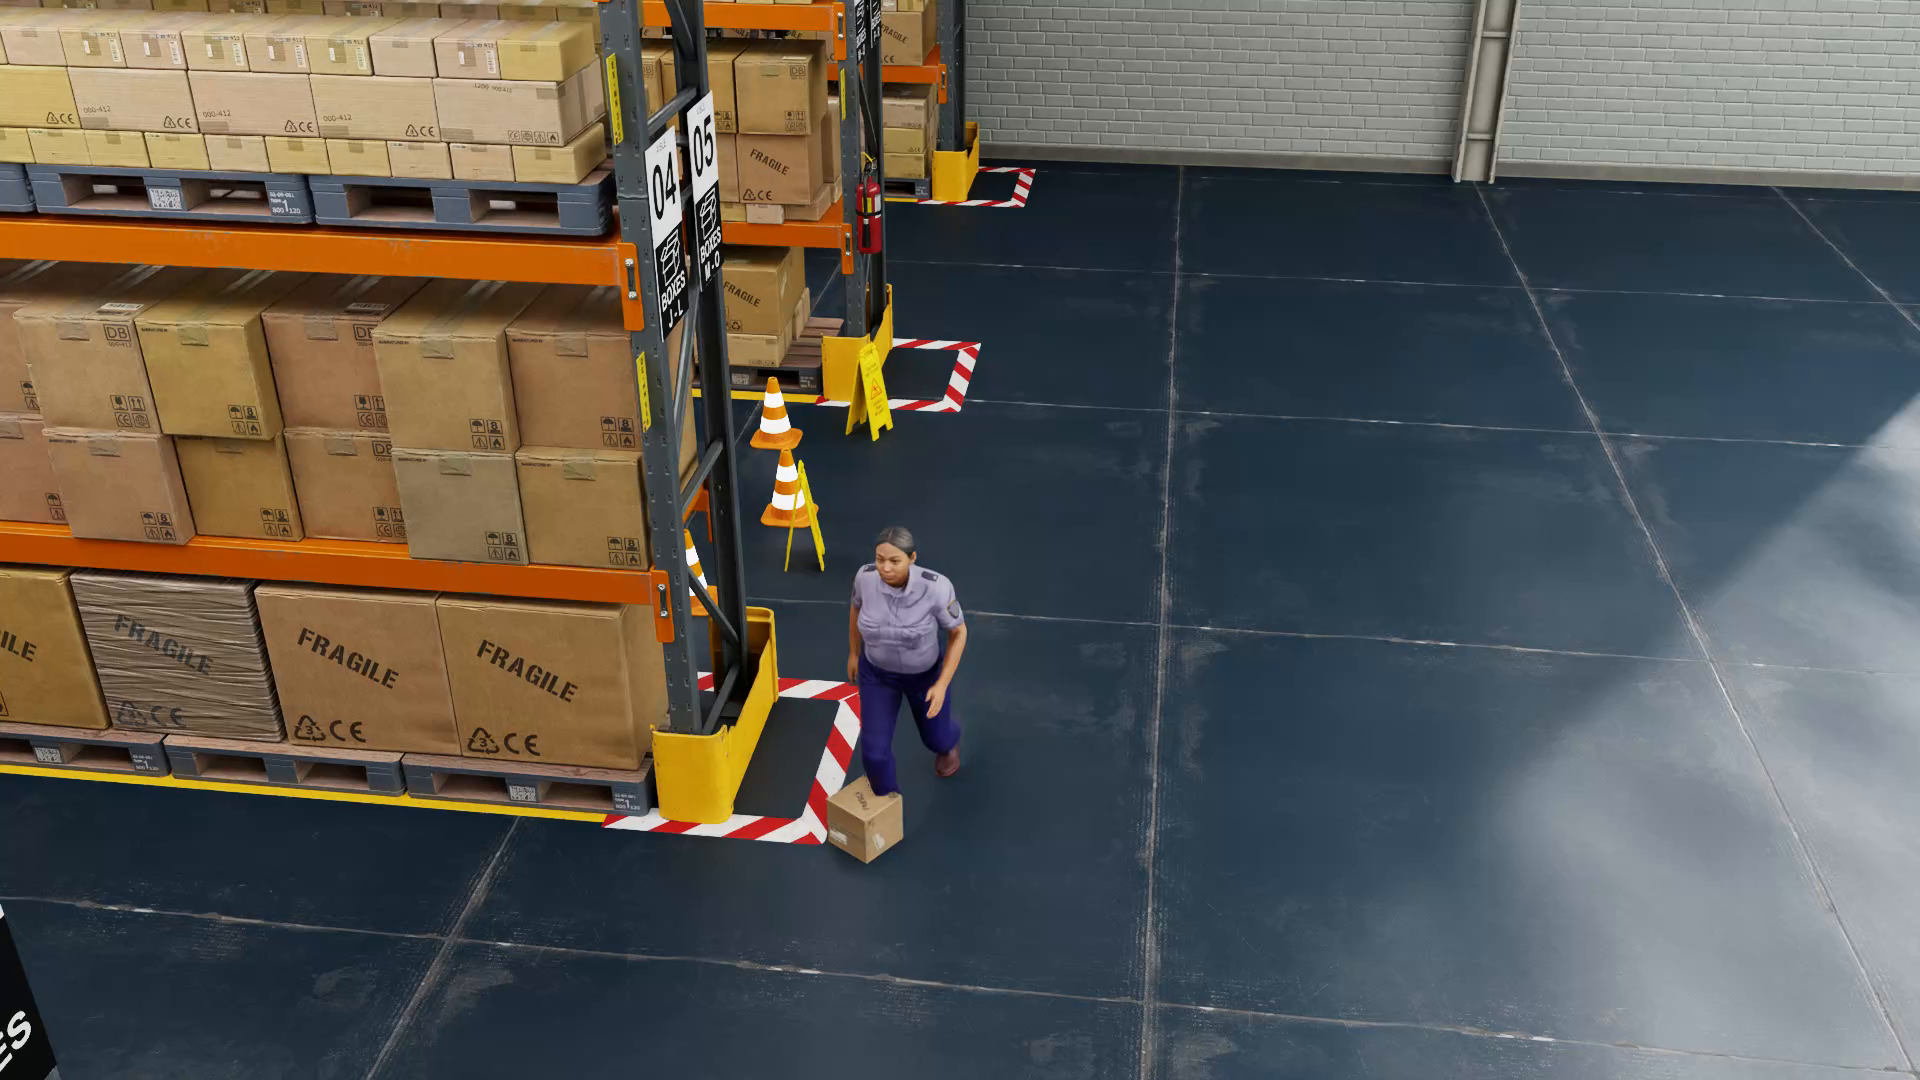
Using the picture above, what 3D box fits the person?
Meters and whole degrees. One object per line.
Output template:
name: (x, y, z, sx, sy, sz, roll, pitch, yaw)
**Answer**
person: (-0.242, 0.570, 7.628, 0.568, 1.627, 0.814, 4, 29, 7)
